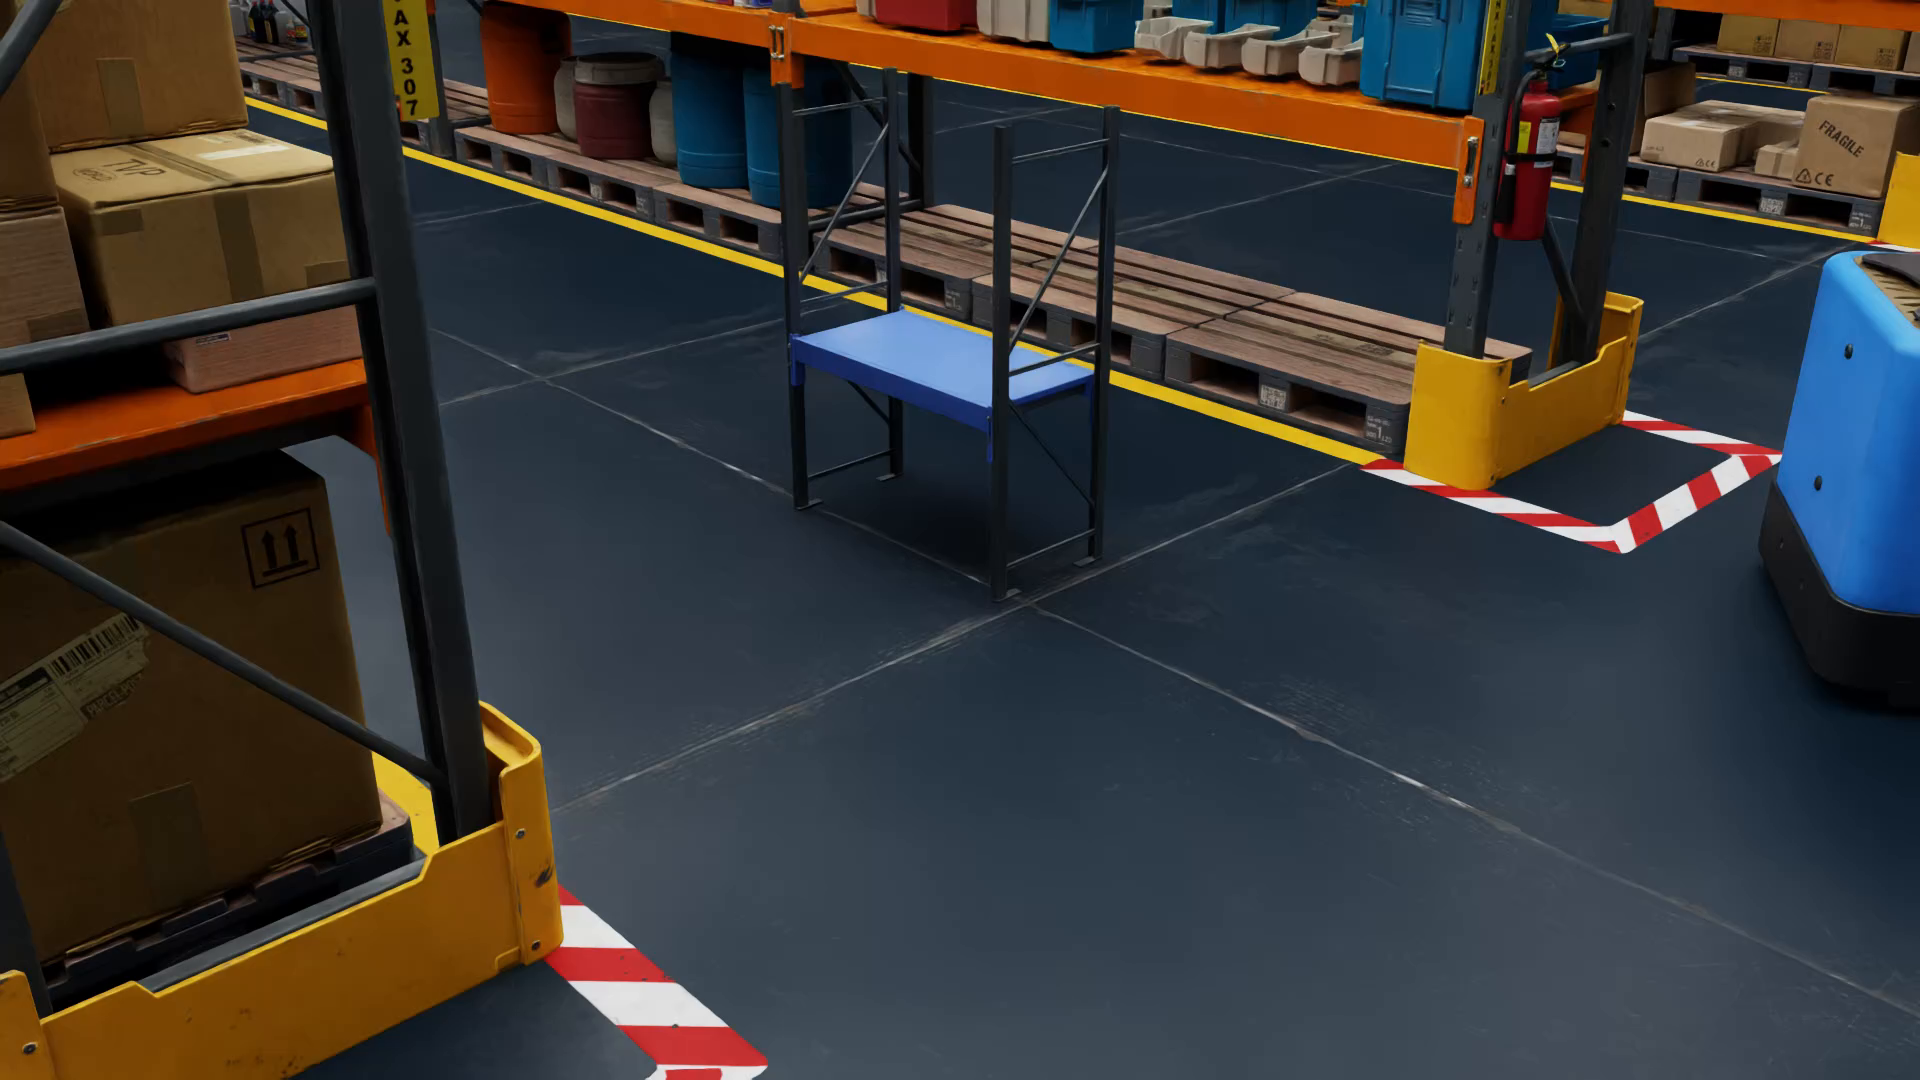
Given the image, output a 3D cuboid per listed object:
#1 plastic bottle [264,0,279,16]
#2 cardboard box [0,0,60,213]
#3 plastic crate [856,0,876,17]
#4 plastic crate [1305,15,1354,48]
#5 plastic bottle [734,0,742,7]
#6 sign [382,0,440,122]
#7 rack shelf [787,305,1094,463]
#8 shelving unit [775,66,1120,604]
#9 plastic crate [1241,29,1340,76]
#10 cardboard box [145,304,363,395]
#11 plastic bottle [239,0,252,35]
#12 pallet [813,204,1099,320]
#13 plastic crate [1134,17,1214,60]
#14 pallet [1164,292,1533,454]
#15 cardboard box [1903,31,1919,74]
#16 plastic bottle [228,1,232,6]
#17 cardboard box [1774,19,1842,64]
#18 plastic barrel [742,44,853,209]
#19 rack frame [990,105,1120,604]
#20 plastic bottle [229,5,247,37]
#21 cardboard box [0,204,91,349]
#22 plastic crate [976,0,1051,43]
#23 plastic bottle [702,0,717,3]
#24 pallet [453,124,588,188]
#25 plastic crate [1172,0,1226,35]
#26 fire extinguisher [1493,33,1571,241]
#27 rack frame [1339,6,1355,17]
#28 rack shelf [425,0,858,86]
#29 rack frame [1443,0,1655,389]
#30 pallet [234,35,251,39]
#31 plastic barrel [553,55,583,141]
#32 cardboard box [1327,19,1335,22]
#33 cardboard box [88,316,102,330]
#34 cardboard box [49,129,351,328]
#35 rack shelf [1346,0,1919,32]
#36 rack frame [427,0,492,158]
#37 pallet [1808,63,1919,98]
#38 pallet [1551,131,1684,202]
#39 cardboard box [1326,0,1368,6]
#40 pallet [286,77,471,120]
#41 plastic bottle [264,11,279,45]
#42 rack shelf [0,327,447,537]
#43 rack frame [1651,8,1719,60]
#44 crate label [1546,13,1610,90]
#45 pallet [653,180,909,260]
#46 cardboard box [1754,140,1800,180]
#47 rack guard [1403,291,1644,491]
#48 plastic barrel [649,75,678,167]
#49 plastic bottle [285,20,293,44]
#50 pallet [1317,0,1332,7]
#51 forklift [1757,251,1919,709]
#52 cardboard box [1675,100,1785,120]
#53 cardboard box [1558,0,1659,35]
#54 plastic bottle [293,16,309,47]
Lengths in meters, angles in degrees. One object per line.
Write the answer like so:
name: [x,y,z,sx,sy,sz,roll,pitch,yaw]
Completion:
plastic bottle: [-6.266,-4.748,15.206,0.144,0.351,0.185,-20,31,-37]
cardboard box: [-1.956,-0.832,2.878,0.500,0.500,0.500,-21,32,-38]
plastic crate: [-0.336,-2.693,8.285,0.396,0.136,0.243,-21,32,-38]
plastic crate: [1.633,-2.157,7.110,0.250,0.136,0.298,-21,32,-38]
plastic bottle: [-1.154,-2.932,8.802,0.097,0.201,0.097,0,25,0]
sign: [-1.022,-0.936,3.049,0.100,0.325,0.005,-21,32,-38]
rack shelf: [-0.058,-0.545,5.570,0.538,0.185,1.000,-21,32,-38]
shelving unit: [-0.058,-0.708,5.495,0.538,1.500,1.048,-21,32,-38]
plastic crate: [1.307,-1.950,6.657,0.396,0.136,0.243,-21,32,-38]
cardboard box: [-1.433,-0.437,3.397,0.380,0.149,0.250,-21,32,-38]
plastic bottle: [-6.686,-4.934,15.613,0.144,0.351,0.185,-22,32,-39]
pallet: [-0.019,-1.487,8.755,1.003,0.211,1.213,-21,32,-38]
plastic crate: [0.883,-2.112,7.011,0.298,0.136,0.250,-21,32,-38]
pallet: [1.649,-0.748,7.134,1.003,0.211,1.213,-21,32,-38]
cardboard box: [8.178,-4.107,13.645,0.500,0.500,0.700,23,33,40]
plastic bottle: [-6.929,-5.006,15.860,0.152,0.276,0.135,-22,33,-40]
cardboard box: [7.459,-4.423,14.336,0.700,0.500,0.500,-22,32,-39]
plastic barrel: [-0.909,-2.373,9.361,0.600,0.901,0.708,-21,32,-38]
rack frame: [0.289,-0.554,5.158,0.500,1.500,0.032,-21,32,-38]
plastic bottle: [-6.777,-4.851,15.520,0.152,0.276,0.135,-21,32,-38]
cardboard box: [-1.956,-0.489,3.030,0.500,0.250,0.500,-22,32,-39]
plastic crate: [0.360,-2.426,7.524,0.437,0.282,0.530,-21,32,-38]
plastic bottle: [-1.305,-3.049,8.969,0.152,0.276,0.135,-21,32,-38]
pallet: [-2.714,-2.683,11.378,1.003,0.211,1.213,-21,32,-38]
plastic crate: [1.151,-2.365,7.449,0.416,0.233,0.300,-21,32,-38]
fire extinguisher: [1.956,-1.376,5.695,0.296,0.674,0.183,-21,32,-38]
rack frame: [3.069,-4.371,11.718,1.000,3.000,0.127,-21,32,-38]
rack shelf: [-1.917,-3.246,10.118,1.077,0.370,4.000,-21,32,-38]
rack frame: [2.184,-1.755,5.984,1.000,3.000,0.127,-21,32,-38]
pallet: [-7.284,-4.707,15.814,1.003,0.211,1.213,-21,32,-38]
plastic barrel: [-2.486,-2.949,11.092,0.421,0.512,0.421,0,25,0]
cardboard box: [2.916,-3.650,12.618,0.500,0.500,0.500,22,33,39]
cardboard box: [-1.785,-0.592,3.736,0.380,0.149,0.250,-22,33,-40]
cardboard box: [-1.562,-0.639,3.360,0.500,0.250,0.500,-22,33,-40]
rack shelf: [4.436,-3.438,10.539,1.077,0.370,4.000,-21,32,-38]
rack frame: [-3.284,-4.179,11.297,1.000,3.000,0.127,-21,32,-38]
pallet: [7.983,-3.887,14.016,1.003,0.211,1.213,-21,32,-38]
pallet: [4.375,-2.524,11.030,1.003,0.211,1.213,-21,32,-38]
cardboard box: [4.355,-5.943,17.246,0.750,0.750,0.750,-22,32,-39]
pallet: [-4.614,-3.526,13.224,1.003,0.211,1.213,-21,32,-38]
plastic bottle: [-6.234,-4.636,15.041,0.061,0.283,0.133,-21,32,-38]
rack shelf: [-2.798,-0.629,4.381,1.077,0.370,4.000,-21,32,-38]
rack frame: [6.682,-5.778,14.801,1.000,3.000,0.127,-21,32,-38]
crate label: [2.256,-1.875,6.375,0.416,0.233,0.303,-21,32,-38]
pallet: [-1.047,-1.944,9.757,1.003,0.211,1.213,-21,32,-38]
cardboard box: [5.040,-2.314,10.091,0.380,0.166,0.250,-21,32,-38]
rack guard: [2.210,-0.615,6.495,1.175,0.500,0.348,-21,32,-38]
plastic barrel: [-1.714,-2.607,10.342,0.421,0.512,0.421,0,25,0]
plastic bottle: [-6.054,-4.601,15.062,0.097,0.201,0.097,0,25,0]
pallet: [3.415,-5.958,18.556,1.003,0.211,1.213,-21,32,-38]
forklift: [4.014,-0.919,4.234,3.031,2.935,1.130,6,25,13]
cardboard box: [4.955,-2.657,10.743,0.500,0.250,0.500,-21,32,-38]
cardboard box: [6.143,-5.151,15.511,0.750,0.750,0.750,-21,32,-38]
plastic bottle: [-5.915,-4.571,14.912,0.097,0.271,0.097,0,25,0]
